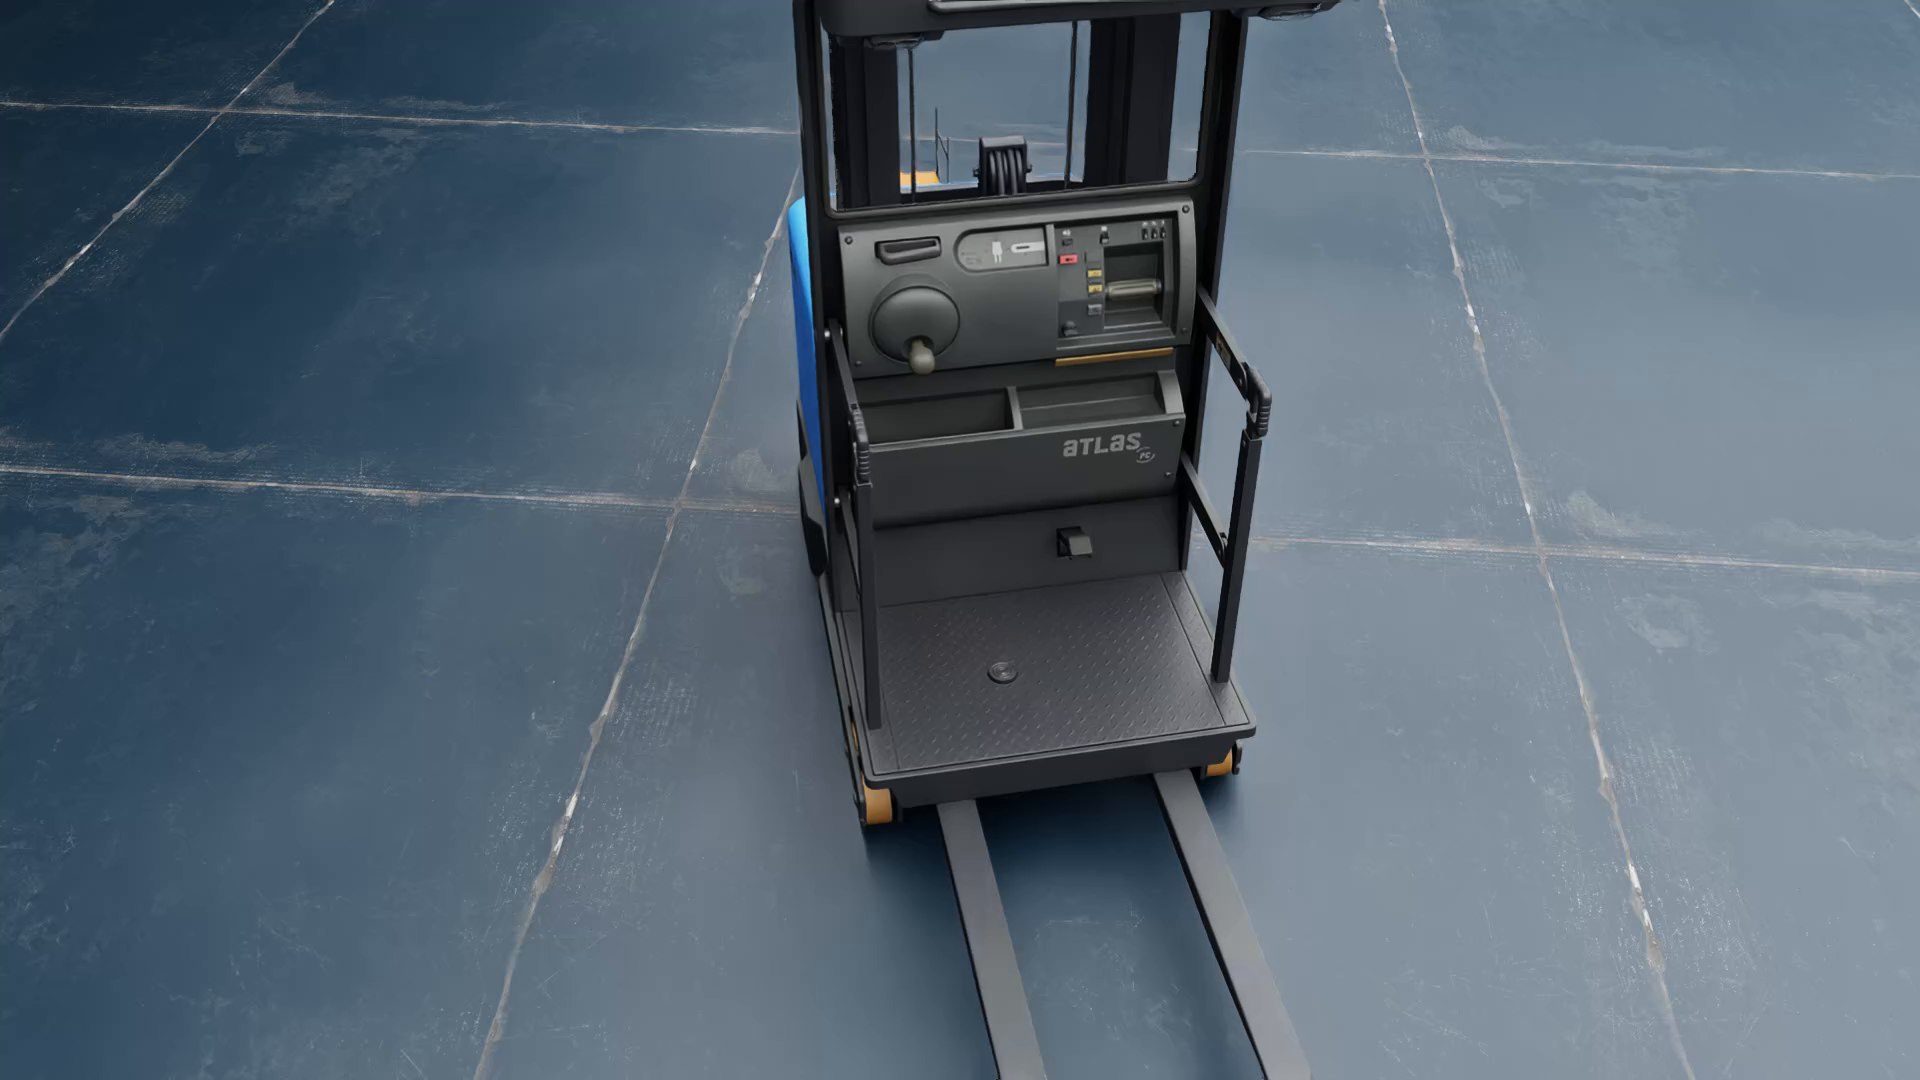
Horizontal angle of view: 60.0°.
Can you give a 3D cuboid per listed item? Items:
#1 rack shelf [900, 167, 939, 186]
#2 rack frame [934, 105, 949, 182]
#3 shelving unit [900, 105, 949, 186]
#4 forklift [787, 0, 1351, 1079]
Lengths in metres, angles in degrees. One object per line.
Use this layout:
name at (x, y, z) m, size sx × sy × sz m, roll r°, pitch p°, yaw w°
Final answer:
rack shelf at (-0.152, -1.179, 5.748) m, size 0.180 × 0.103 × 0.258 m, roll -7°, pitch 40°, yaw -8°
rack frame at (-0.062, -0.945, 5.960) m, size 0.006 × 1.200 × 0.240 m, roll -7°, pitch 40°, yaw -8°
shelving unit at (-0.152, -0.934, 5.947) m, size 0.189 × 1.200 × 0.258 m, roll -7°, pitch 40°, yaw -8°
forklift at (0.199, -0.579, 4.139) m, size 1.130 × 2.935 × 3.031 m, roll -7°, pitch 40°, yaw -8°
